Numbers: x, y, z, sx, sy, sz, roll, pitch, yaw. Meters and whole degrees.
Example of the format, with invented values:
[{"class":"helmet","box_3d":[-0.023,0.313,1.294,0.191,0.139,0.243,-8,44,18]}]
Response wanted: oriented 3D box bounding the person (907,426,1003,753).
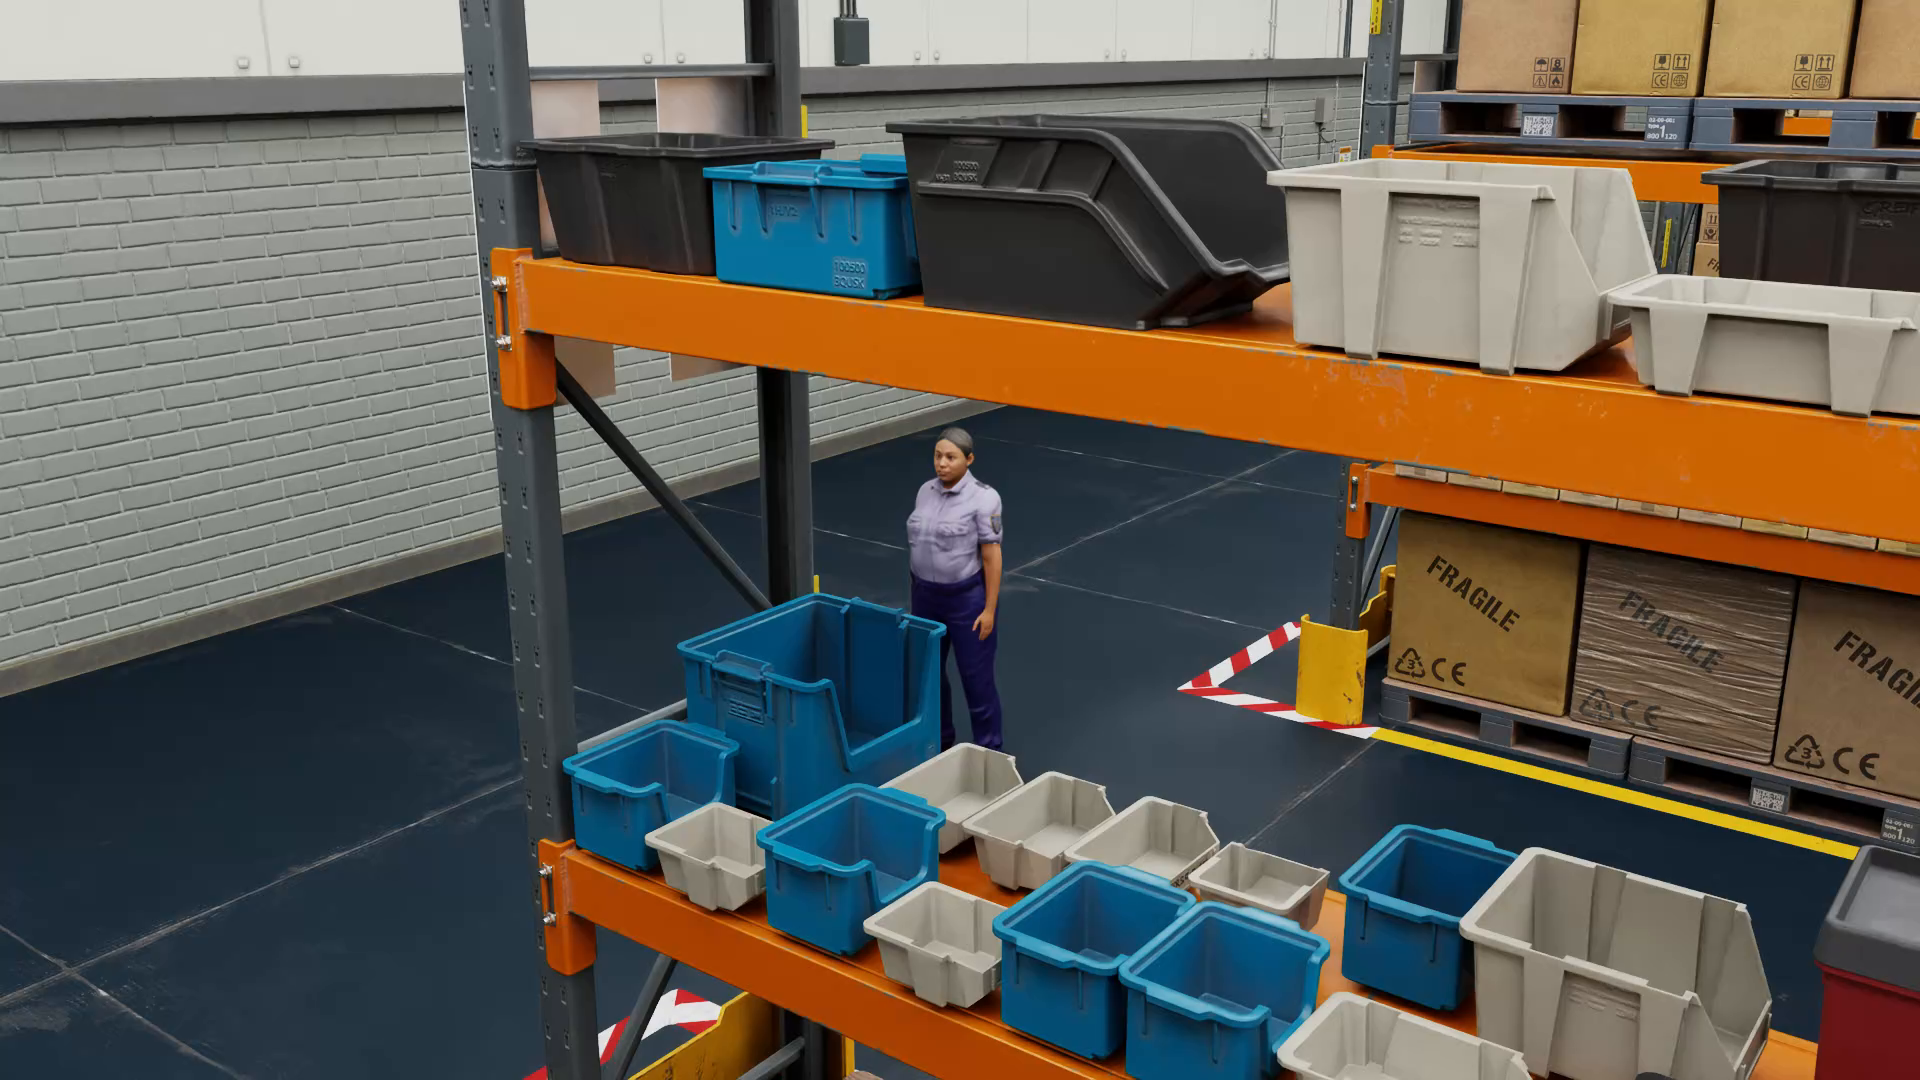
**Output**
[{"class":"person","box_3d":[-0.028,0.308,7.583,0.476,1.642,0.344,13,21,36]}]
